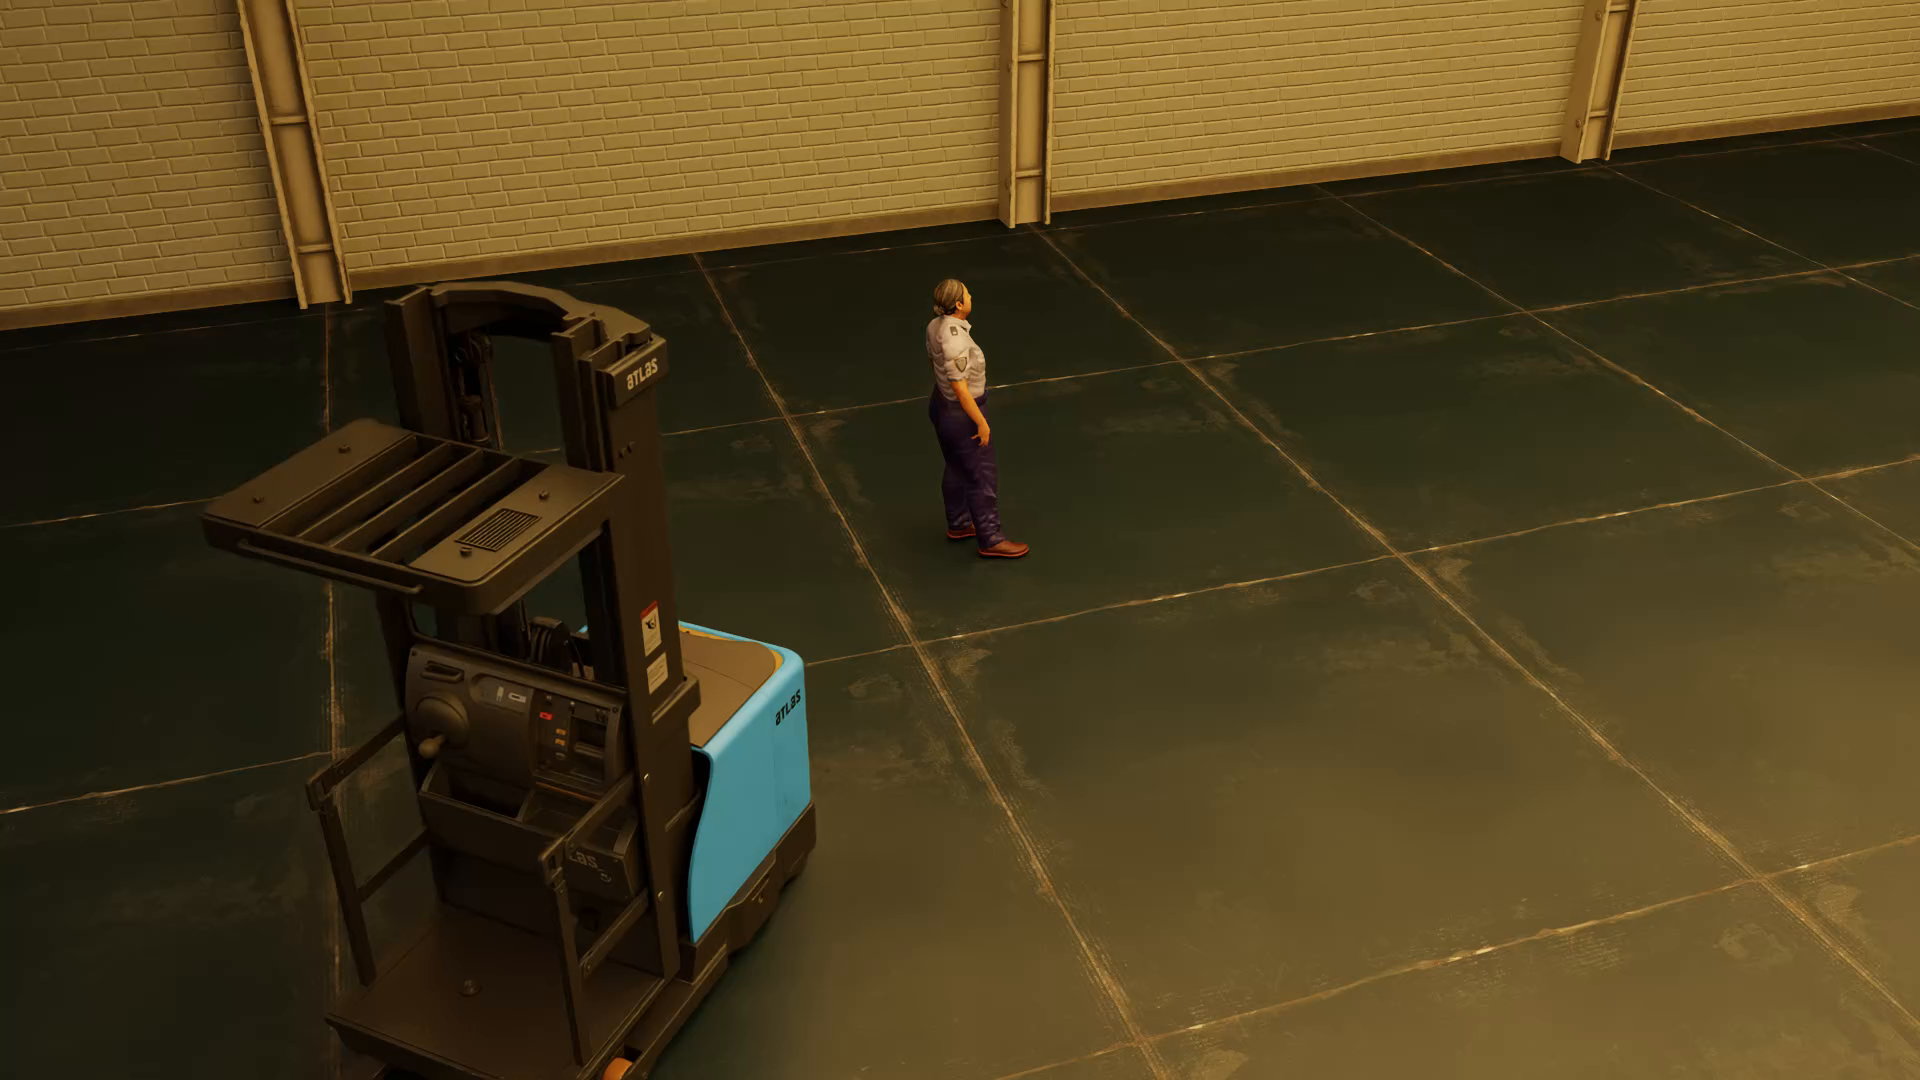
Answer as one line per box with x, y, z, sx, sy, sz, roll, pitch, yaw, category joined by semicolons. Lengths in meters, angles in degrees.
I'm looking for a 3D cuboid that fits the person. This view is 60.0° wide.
0.093;-0.724;9.618;0.502;1.651;0.598;-10;31;-16;person

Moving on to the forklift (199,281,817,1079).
-1.707;0.708;5.856;1.130;2.935;3.031;12;32;21;forklift
